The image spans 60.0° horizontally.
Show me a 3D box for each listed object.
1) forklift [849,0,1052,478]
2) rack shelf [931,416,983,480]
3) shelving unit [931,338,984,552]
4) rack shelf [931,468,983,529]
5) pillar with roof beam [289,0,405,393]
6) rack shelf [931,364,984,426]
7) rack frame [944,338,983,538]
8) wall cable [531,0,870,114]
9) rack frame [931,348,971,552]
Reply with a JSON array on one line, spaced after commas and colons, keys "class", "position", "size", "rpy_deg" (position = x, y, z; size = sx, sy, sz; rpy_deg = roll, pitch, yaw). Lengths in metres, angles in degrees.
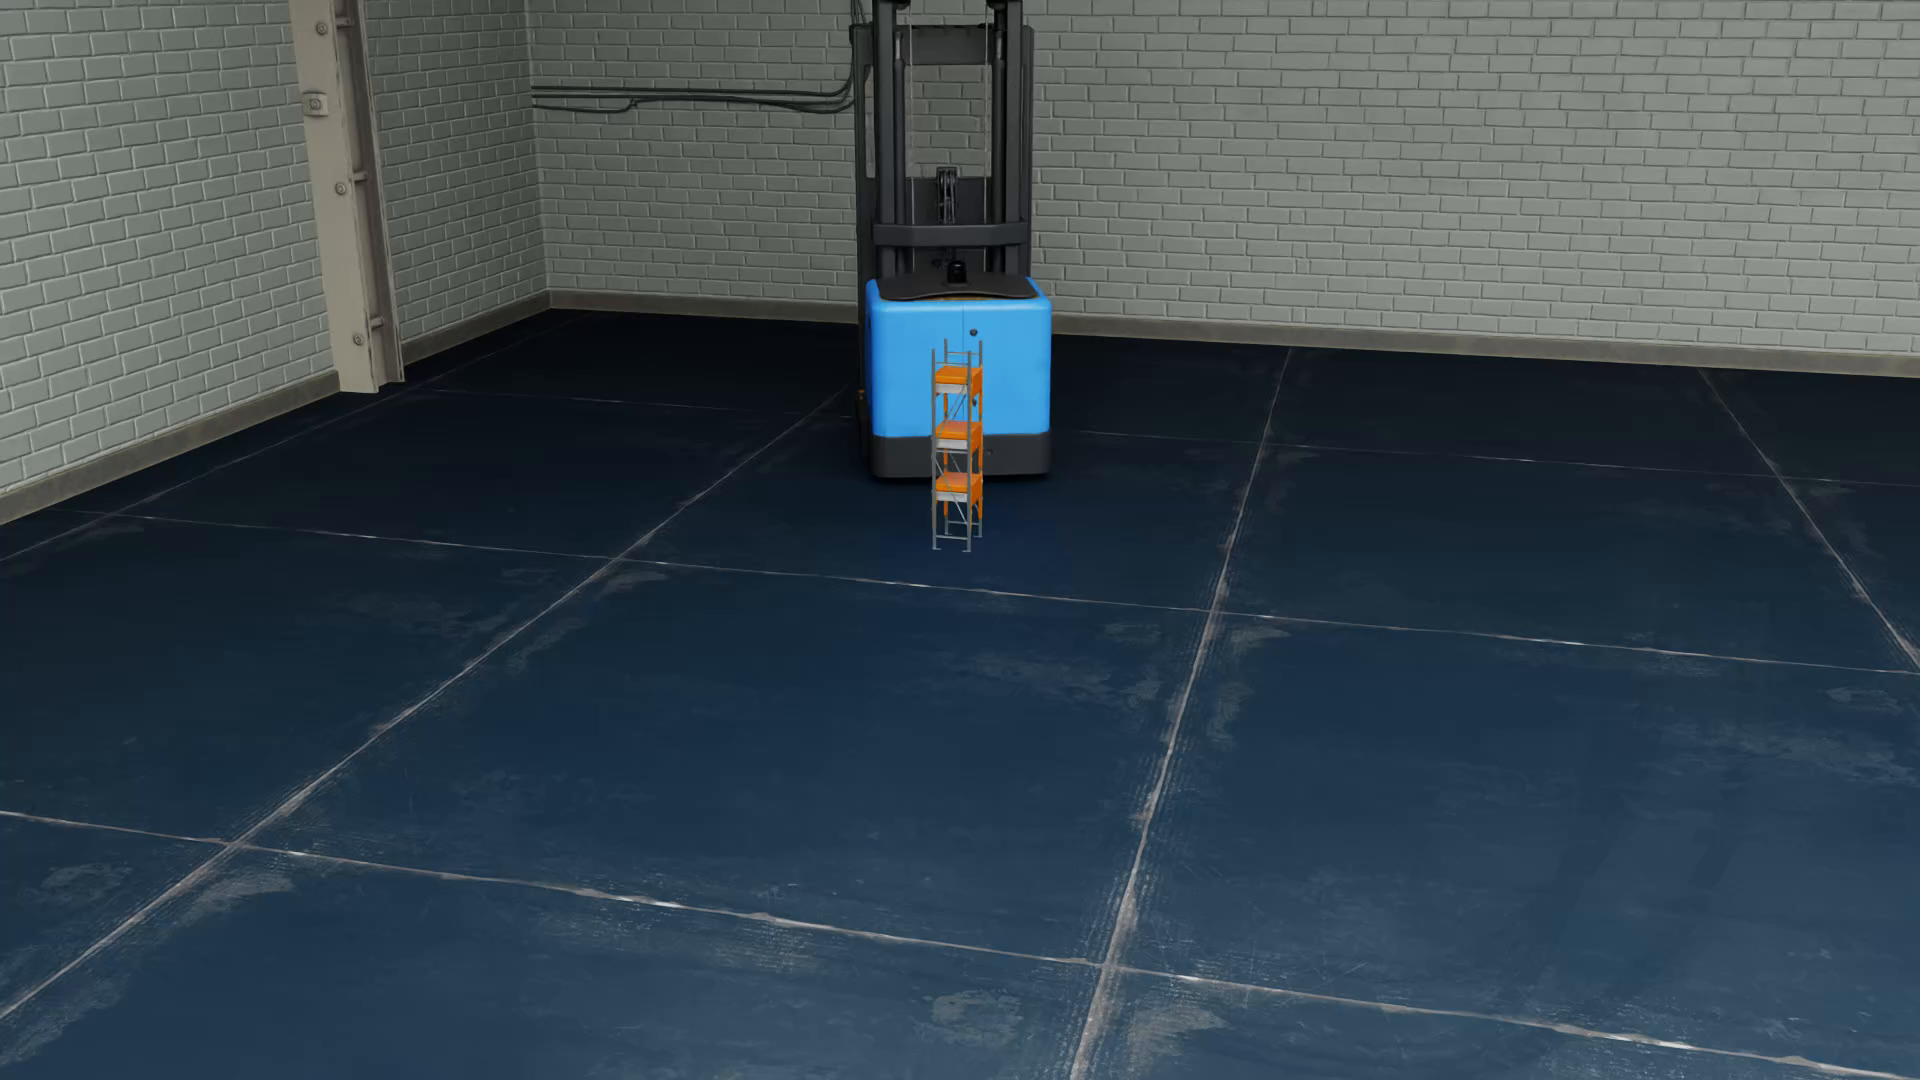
[{"class": "forklift", "position": [-0.124, -2.172, 10.511], "size": [1.130, 2.935, 3.031], "rpy_deg": [-2, 19, -5]}, {"class": "rack shelf", "position": [-0.013, -0.470, 8.472], "size": [0.215, 0.259, 0.240], "rpy_deg": [5, 19, 13]}, {"class": "shelving unit", "position": [-0.013, -0.480, 8.469], "size": [0.215, 1.050, 0.252], "rpy_deg": [5, 19, 13]}, {"class": "rack shelf", "position": [-0.013, -0.207, 8.562], "size": [0.215, 0.259, 0.240], "rpy_deg": [5, 19, 13]}, {"class": "pillar with roof beam", "position": [-0.048, -5.025, 9.478], "size": [9.100, 9.000, 0.400], "rpy_deg": [5, 19, 13]}, {"class": "rack shelf", "position": [-0.013, -0.739, 8.380], "size": [0.215, 0.259, 0.240], "rpy_deg": [5, 19, 13]}, {"class": "rack frame", "position": [0.017, -0.518, 8.581], "size": [0.200, 1.050, 0.008], "rpy_deg": [5, 19, 13]}, {"class": "wall cable", "position": [-2.221, -4.715, 13.373], "size": [3.097, 2.526, 0.112], "rpy_deg": [5, 19, 13]}, {"class": "rack frame", "position": [-0.043, -0.442, 8.357], "size": [0.200, 1.050, 0.008], "rpy_deg": [5, 19, 13]}]
